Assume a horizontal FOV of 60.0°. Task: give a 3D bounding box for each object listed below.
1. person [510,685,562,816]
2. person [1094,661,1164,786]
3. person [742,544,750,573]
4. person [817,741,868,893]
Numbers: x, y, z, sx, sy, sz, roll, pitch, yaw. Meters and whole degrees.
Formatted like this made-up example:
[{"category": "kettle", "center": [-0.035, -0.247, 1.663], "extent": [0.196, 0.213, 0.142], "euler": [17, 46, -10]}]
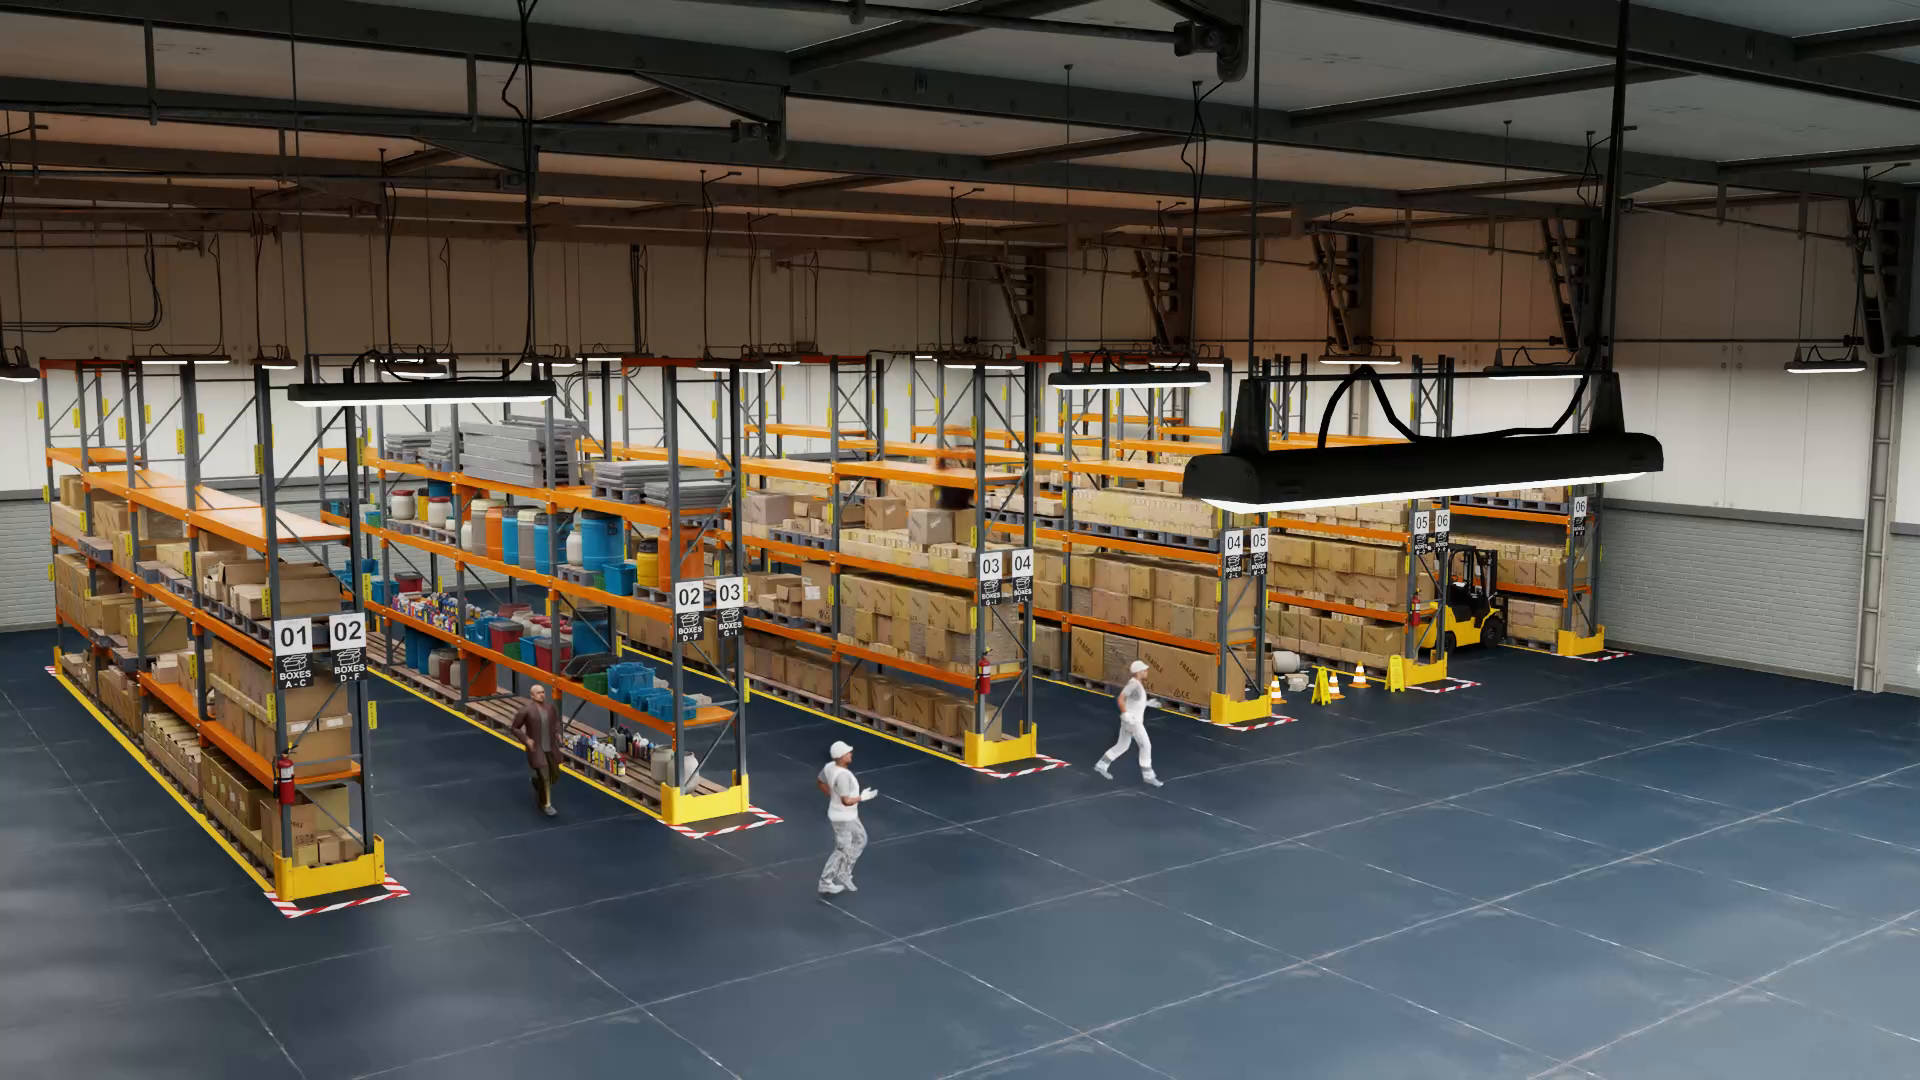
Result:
[{"category": "person", "center": [-5.651, 2.798, 22.309], "extent": [0.713, 1.730, 0.754], "euler": [-7, 10, -44]}, {"category": "person", "center": [2.411, 2.604, 23.665], "extent": [0.990, 1.798, 0.603], "euler": [0, 7, -2]}, {"category": "person", "center": [-5.036, 0.920, 37.964], "extent": [0.624, 1.687, 0.833], "euler": [-3, 8, -27]}, {"category": "person", "center": [-1.293, 3.180, 18.987], "extent": [0.680, 1.807, 0.659], "euler": [-1, 7, -9]}]
